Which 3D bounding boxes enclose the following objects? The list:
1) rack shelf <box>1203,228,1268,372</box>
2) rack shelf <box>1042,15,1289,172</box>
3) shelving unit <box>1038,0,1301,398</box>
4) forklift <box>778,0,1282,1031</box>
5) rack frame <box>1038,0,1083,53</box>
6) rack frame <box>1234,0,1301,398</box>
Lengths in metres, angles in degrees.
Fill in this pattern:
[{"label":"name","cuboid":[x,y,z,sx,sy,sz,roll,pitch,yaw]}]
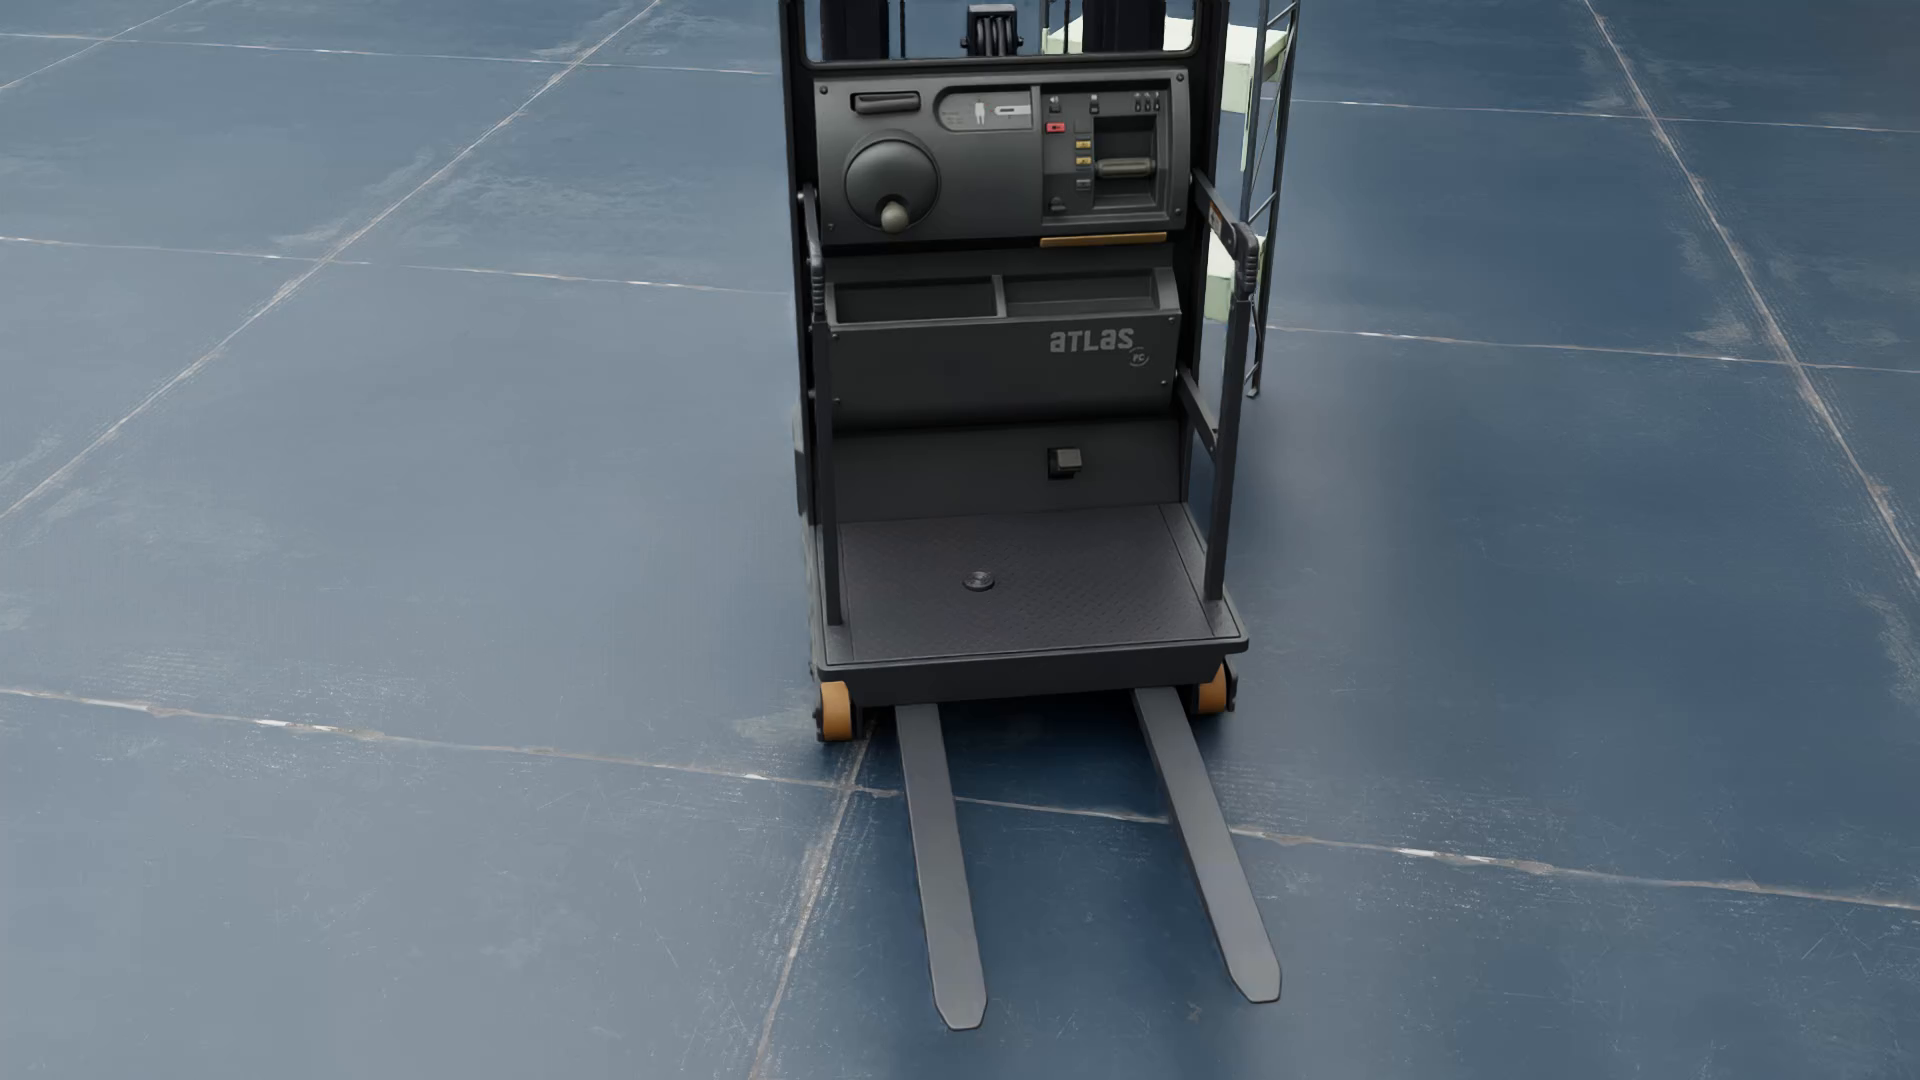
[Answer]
[{"label":"rack shelf","cuboid":[0.682,-0.914,5.912,0.720,0.370,0.431,15,35,22]},{"label":"rack shelf","cuboid":[0.682,-1.521,5.532,0.720,0.370,0.431,15,35,22]},{"label":"shelving unit","cuboid":[0.682,-1.191,5.739,0.755,1.500,0.431,15,35,22]},{"label":"forklift","cuboid":[0.137,-0.904,3.932,1.130,2.935,3.031,-4,32,-6]},{"label":"rack frame","cuboid":[0.354,-1.277,5.876,0.023,1.500,0.400,15,35,22]},{"label":"rack frame","cuboid":[1.010,-1.105,5.601,0.023,1.500,0.400,15,35,22]}]
